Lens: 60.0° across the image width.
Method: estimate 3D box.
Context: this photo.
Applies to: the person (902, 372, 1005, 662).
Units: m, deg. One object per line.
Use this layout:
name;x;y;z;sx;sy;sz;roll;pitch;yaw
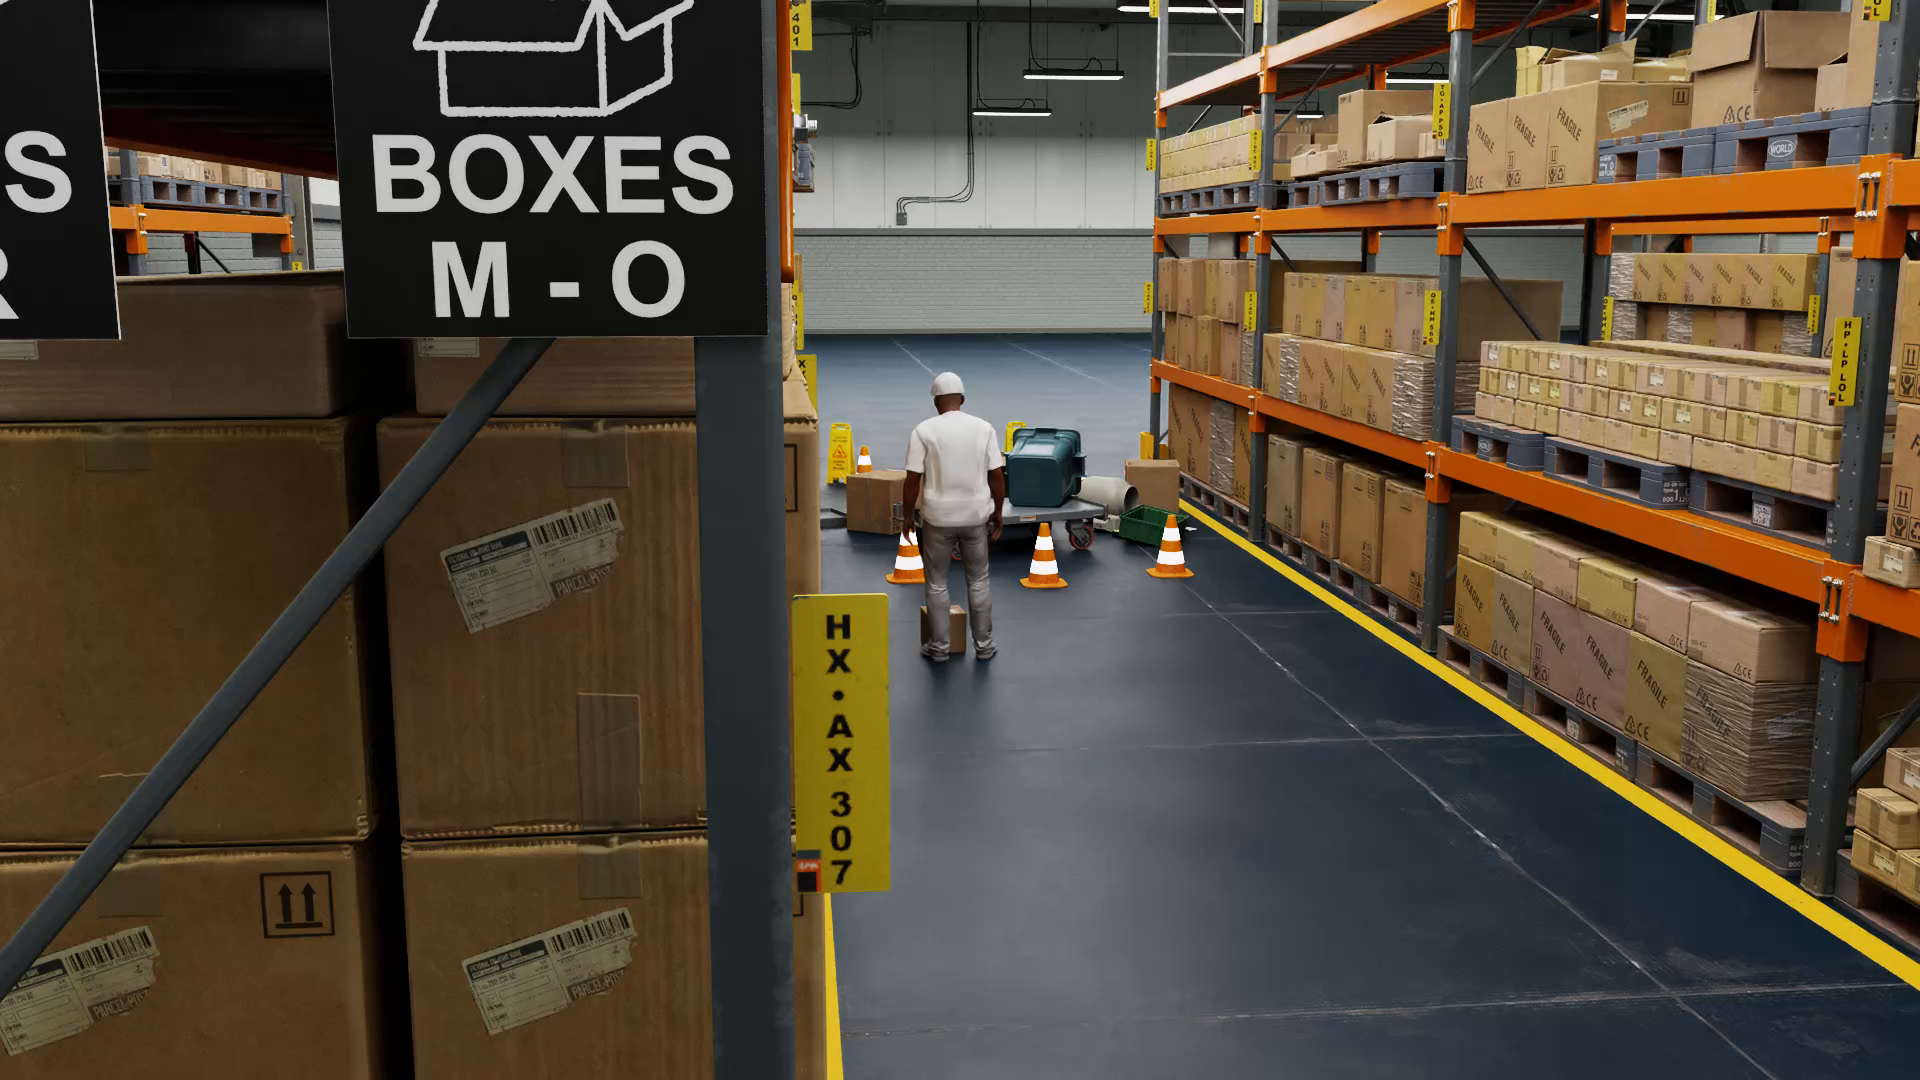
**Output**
person;-0.039;-0.140;10.160;0.637;1.757;0.456;-2;10;-11
